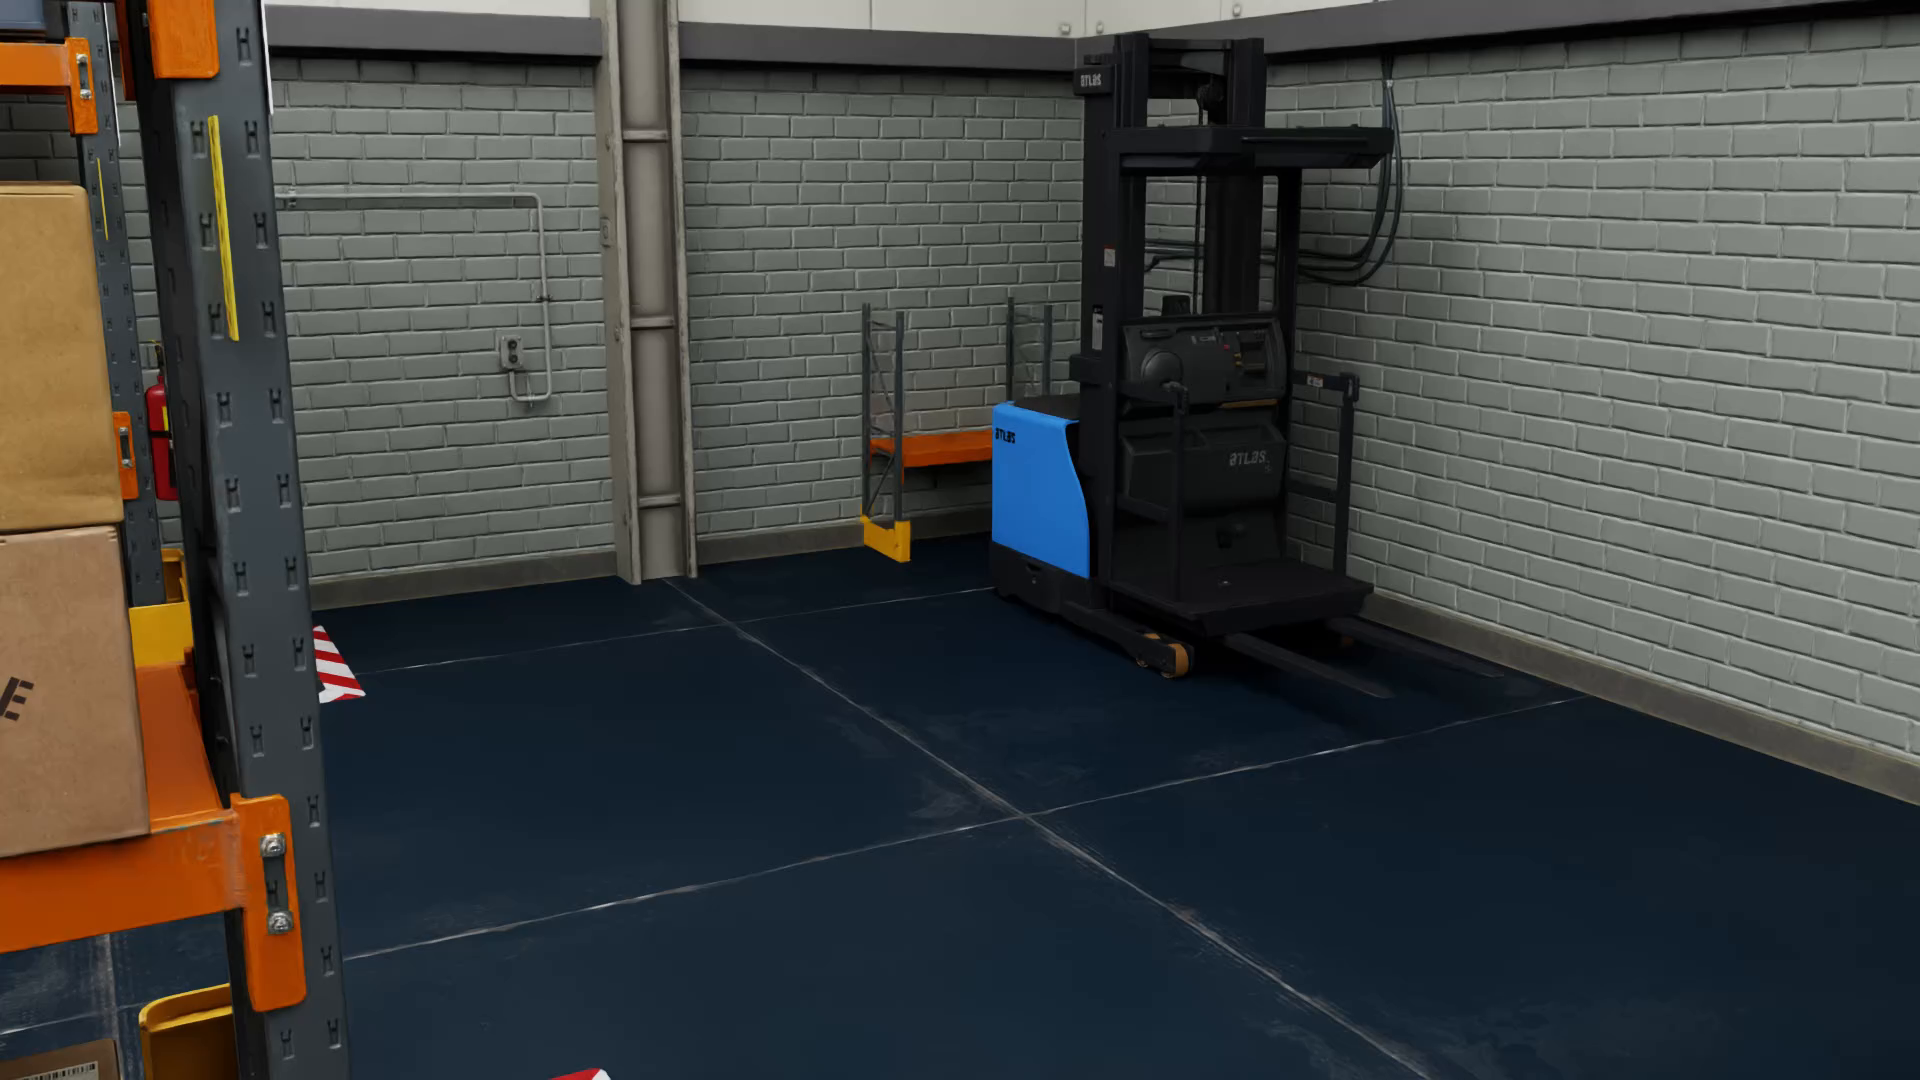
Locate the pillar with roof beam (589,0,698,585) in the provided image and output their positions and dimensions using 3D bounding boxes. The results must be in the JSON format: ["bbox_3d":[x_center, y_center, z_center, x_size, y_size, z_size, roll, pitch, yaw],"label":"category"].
[{"bbox_3d":[0.297,-3.354,5.018,0.400,9.000,9.100,-7,14,-28],"label":"pillar with roof beam"}]

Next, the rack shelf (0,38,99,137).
[{"bbox_3d":[-5.476,-1.708,6.175,4.000,0.370,1.077,-7,14,-28],"label":"rack shelf"}]

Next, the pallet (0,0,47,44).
[{"bbox_3d":[-4.367,-2.146,6.685,1.213,0.211,1.003,-7,14,-28],"label":"pallet"}]

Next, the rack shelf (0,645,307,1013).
[{"bbox_3d":[-3.100,0.709,2.264,4.000,0.370,1.077,-7,14,-28],"label":"rack shelf"}]

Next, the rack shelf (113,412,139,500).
[{"bbox_3d":[-5.476,-0.245,6.504,4.000,0.370,1.077,-7,14,-28],"label":"rack shelf"}]

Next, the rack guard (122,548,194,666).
[{"bbox_3d":[-3.700,0.411,7.646,0.348,0.500,1.175,-7,14,-28],"label":"rack guard"}]

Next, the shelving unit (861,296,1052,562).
[{"bbox_3d":[-0.018,-0.712,10.313,1.083,1.500,0.587,-7,16,-28],"label":"shelving unit"}]

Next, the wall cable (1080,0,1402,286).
[{"bbox_3d":[1.415,-2.744,9.380,0.112,2.526,3.097,-7,14,-28],"label":"wall cable"}]

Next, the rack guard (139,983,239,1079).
[{"bbox_3d":[-1.411,1.375,3.359,0.348,0.500,1.175,-7,14,-28],"label":"rack guard"}]

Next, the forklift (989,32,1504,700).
[{"bbox_3d":[1.299,-0.897,7.921,1.130,2.935,3.031,-7,14,-27],"label":"forklift"}]

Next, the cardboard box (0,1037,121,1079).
[{"bbox_3d":[-1.703,1.257,2.881,0.500,0.500,0.500,-7,14,-28],"label":"cardboard box"}]

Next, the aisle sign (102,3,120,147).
[{"bbox_3d":[-3.514,-2.024,6.851,0.004,0.787,0.394,-7,14,-28],"label":"aisle sign"}]

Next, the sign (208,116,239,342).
[{"bbox_3d":[-1.096,-0.462,2.473,0.005,0.325,0.100,-7,14,-28],"label":"sign"}]

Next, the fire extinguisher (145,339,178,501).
[{"bbox_3d":[-3.367,-0.514,7.085,0.183,0.674,0.296,-7,14,-28],"label":"fire extinguisher"}]

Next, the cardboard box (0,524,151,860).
[{"bbox_3d":[-1.607,0.199,2.666,0.500,0.500,0.500,-6,14,-26],"label":"cardboard box"}]

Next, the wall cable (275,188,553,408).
[{"bbox_3d":[-3.050,-1.619,8.657,1.851,1.984,0.084,-7,14,-28],"label":"wall cable"}]

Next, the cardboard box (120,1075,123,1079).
[{"bbox_3d":[-1.876,1.302,3.483,0.250,0.149,0.380,-7,14,-28],"label":"cardboard box"}]

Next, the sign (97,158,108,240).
[{"bbox_3d":[-3.473,-1.381,6.736,0.005,0.325,0.100,-7,14,-28],"label":"sign"}]

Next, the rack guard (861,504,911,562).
[{"bbox_3d":[-0.465,-0.054,10.239,0.087,0.250,0.587,-7,16,-28],"label":"rack guard"}]

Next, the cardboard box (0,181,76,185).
[{"bbox_3d":[-1.860,-0.393,3.018,0.500,0.500,0.500,-6,14,-26],"label":"cardboard box"}]

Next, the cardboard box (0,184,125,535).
[{"bbox_3d":[-1.603,-0.289,2.556,0.500,0.500,0.500,-7,14,-28],"label":"cardboard box"}]

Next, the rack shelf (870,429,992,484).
[{"bbox_3d":[-0.028,-0.537,10.354,1.000,0.185,0.538,-7,16,-28],"label":"rack shelf"}]

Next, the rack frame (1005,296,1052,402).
[{"bbox_3d":[0.422,-0.765,10.544,0.032,1.500,0.500,-7,16,-28],"label":"rack frame"}]

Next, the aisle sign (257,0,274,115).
[{"bbox_3d":[-1.137,-1.068,2.604,0.004,0.787,0.394,-7,14,-28],"label":"aisle sign"}]

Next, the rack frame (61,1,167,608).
[{"bbox_3d":[-3.721,-0.806,7.360,0.127,3.000,1.000,-7,14,-28],"label":"rack frame"}]

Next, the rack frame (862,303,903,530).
[{"bbox_3d":[-0.473,-0.657,10.073,0.032,1.500,0.500,-7,16,-28],"label":"rack frame"}]

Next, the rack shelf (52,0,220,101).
[{"bbox_3d":[-3.100,-0.754,1.935,4.000,0.370,1.077,-7,14,-28],"label":"rack shelf"}]

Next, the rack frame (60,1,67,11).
[{"bbox_3d":[-3.721,-3.733,6.701,0.127,3.000,1.000,-7,14,-28],"label":"rack frame"}]
